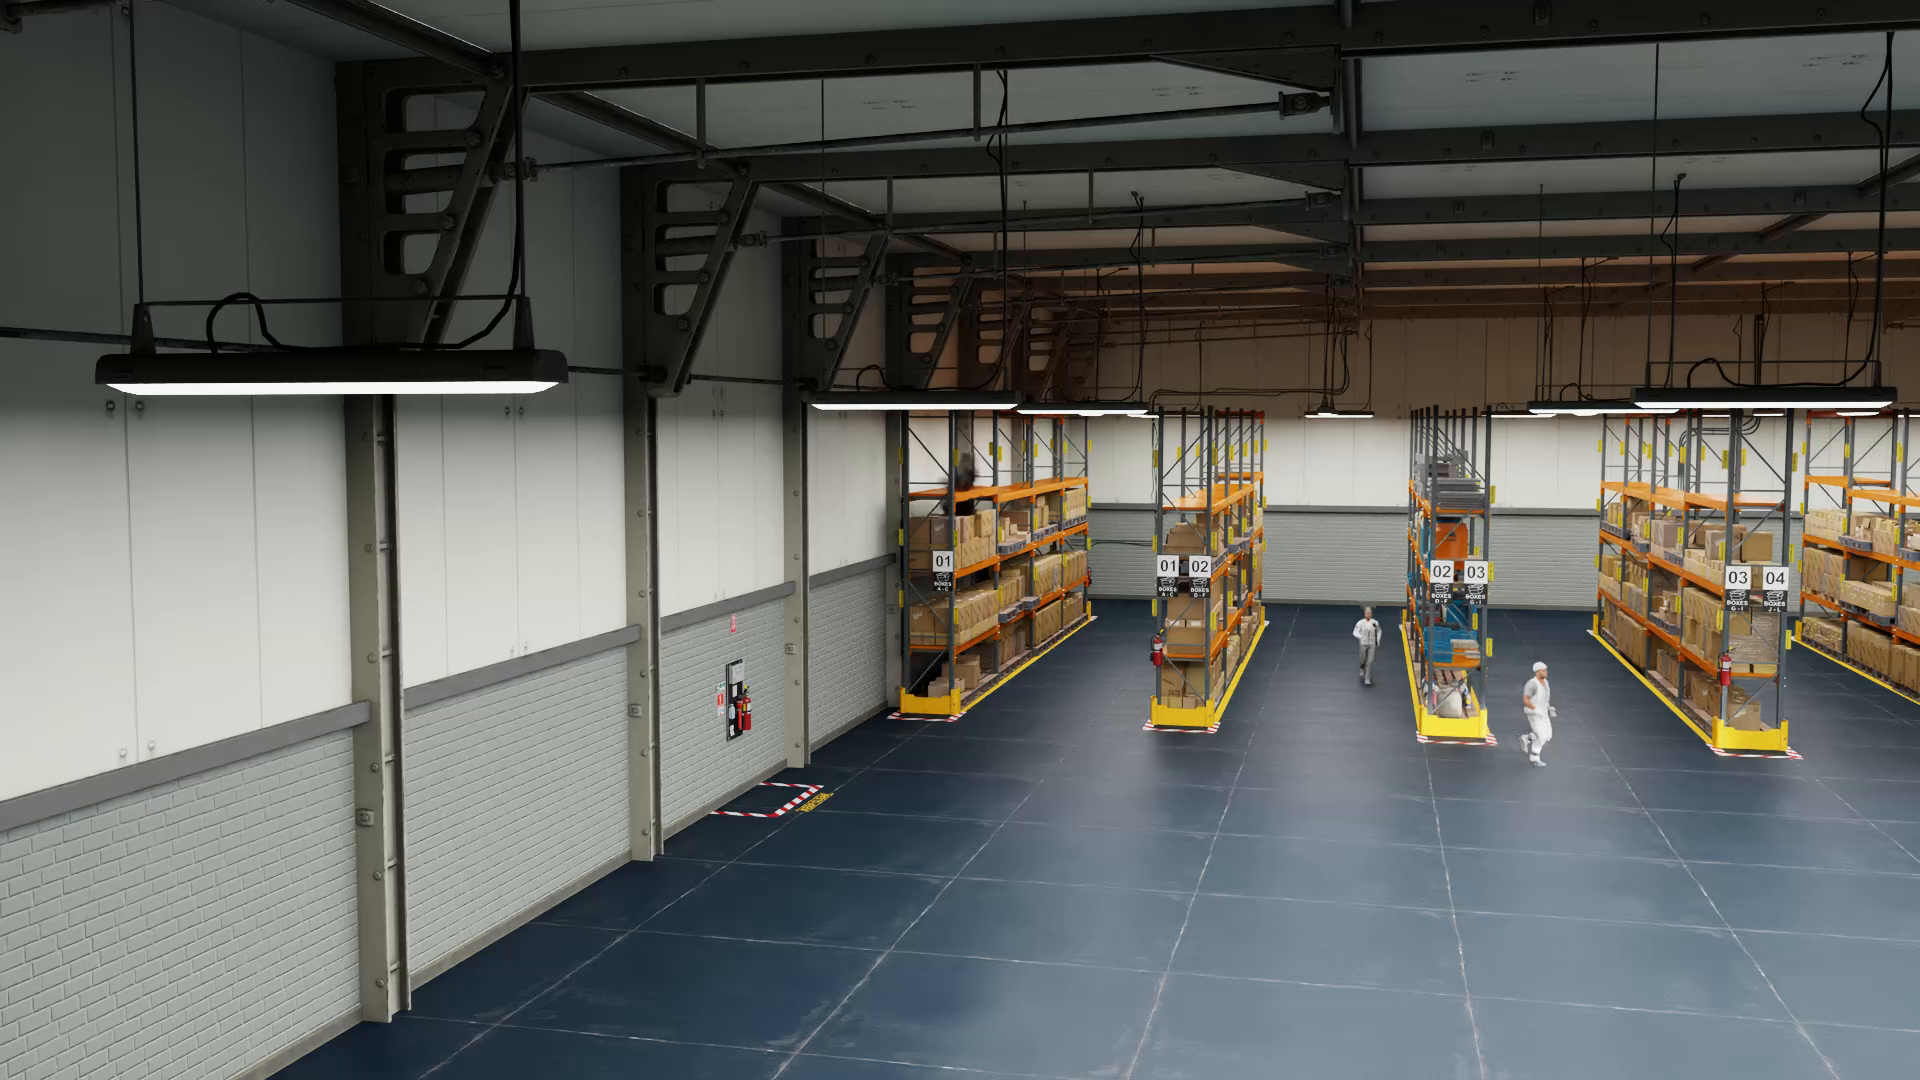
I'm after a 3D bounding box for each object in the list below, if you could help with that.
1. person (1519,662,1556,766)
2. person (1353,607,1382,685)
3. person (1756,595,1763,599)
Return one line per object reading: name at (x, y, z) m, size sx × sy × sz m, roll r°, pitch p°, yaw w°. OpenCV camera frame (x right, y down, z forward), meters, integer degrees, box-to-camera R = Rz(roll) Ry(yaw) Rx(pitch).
person at (9.557, 2.879, 27.679) m, size 0.646 × 1.731 × 0.635 m, roll -4°, pitch 5°, yaw -41°
person at (8.896, 2.285, 36.291) m, size 0.620 × 1.664 × 0.738 m, roll 1°, pitch 4°, yaw 8°
person at (19.970, 1.918, 41.101) m, size 0.691 × 1.666 × 0.799 m, roll 2°, pitch 5°, yaw 26°
